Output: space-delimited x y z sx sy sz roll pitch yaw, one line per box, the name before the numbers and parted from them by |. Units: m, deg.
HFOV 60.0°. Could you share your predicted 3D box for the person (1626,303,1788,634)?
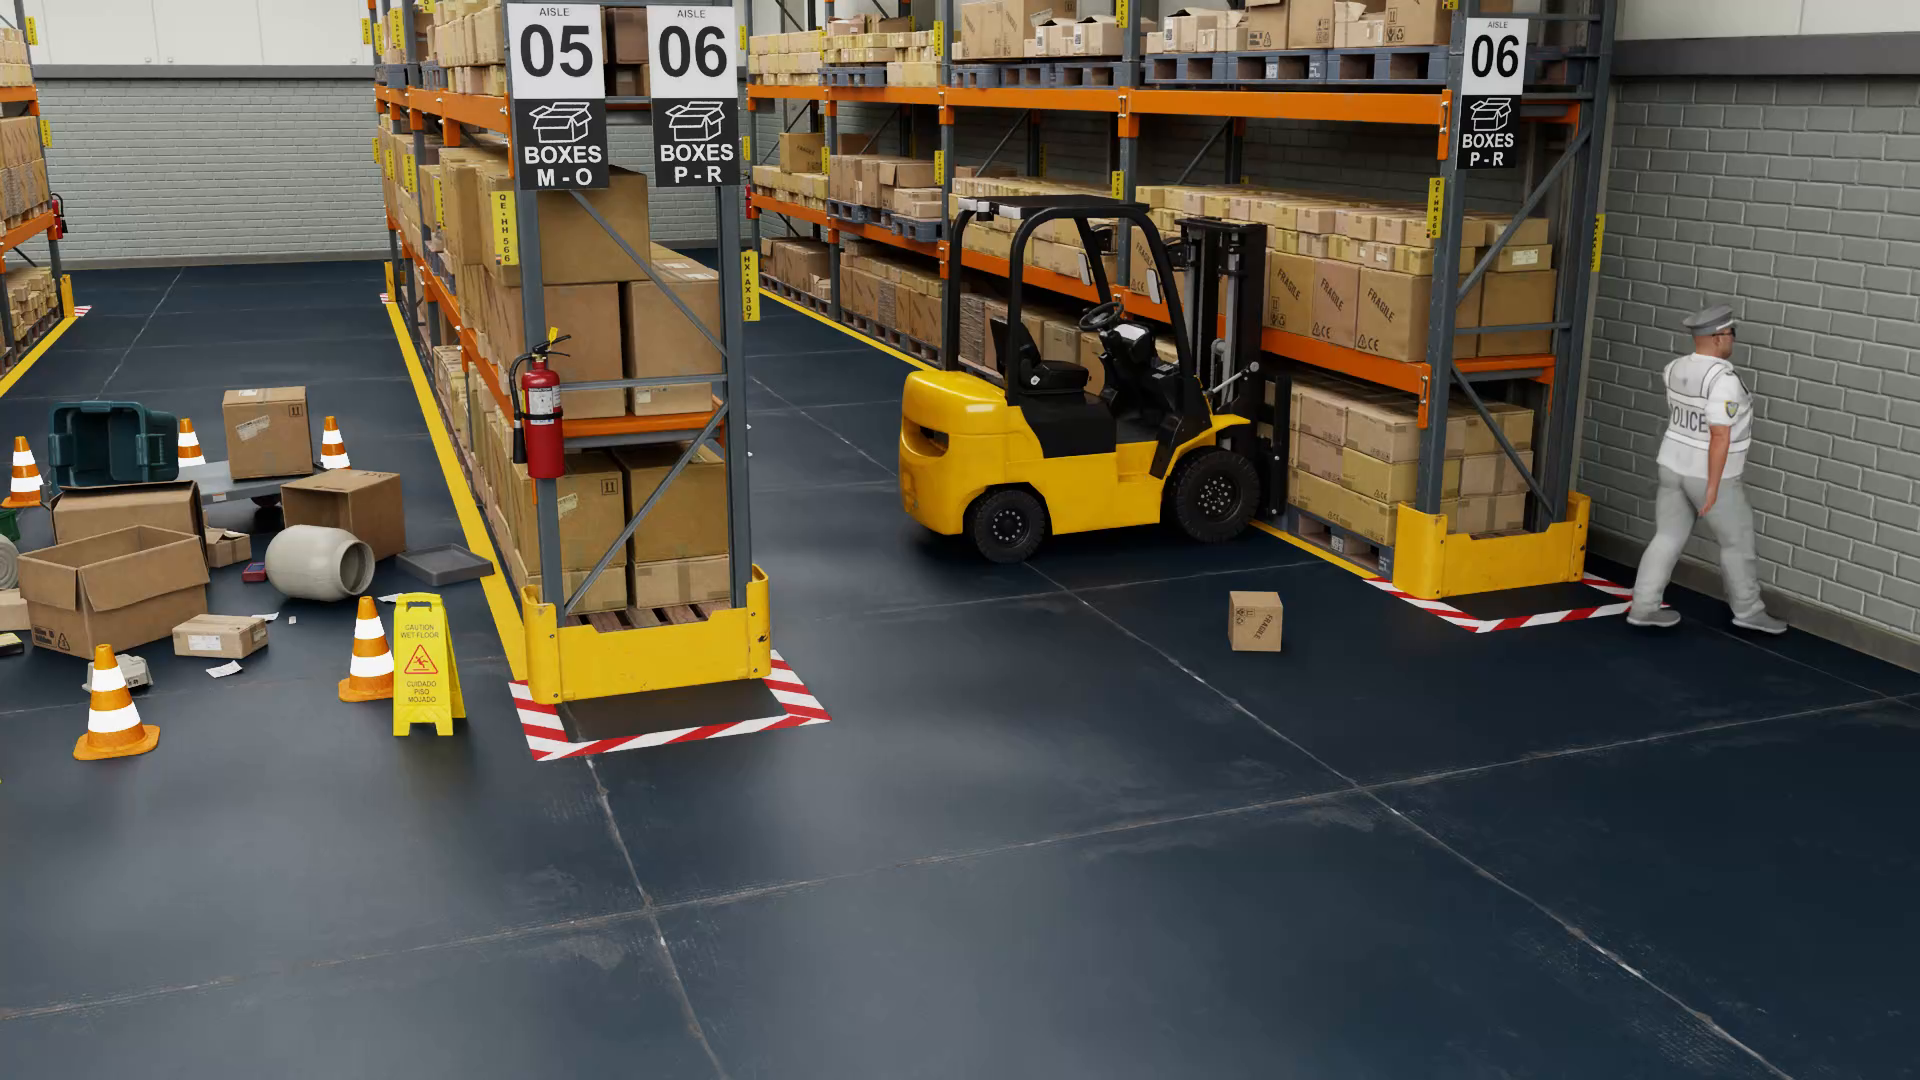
person | 4.015 -0.377 8.798 0.824 1.764 0.538 -5 16 -19
